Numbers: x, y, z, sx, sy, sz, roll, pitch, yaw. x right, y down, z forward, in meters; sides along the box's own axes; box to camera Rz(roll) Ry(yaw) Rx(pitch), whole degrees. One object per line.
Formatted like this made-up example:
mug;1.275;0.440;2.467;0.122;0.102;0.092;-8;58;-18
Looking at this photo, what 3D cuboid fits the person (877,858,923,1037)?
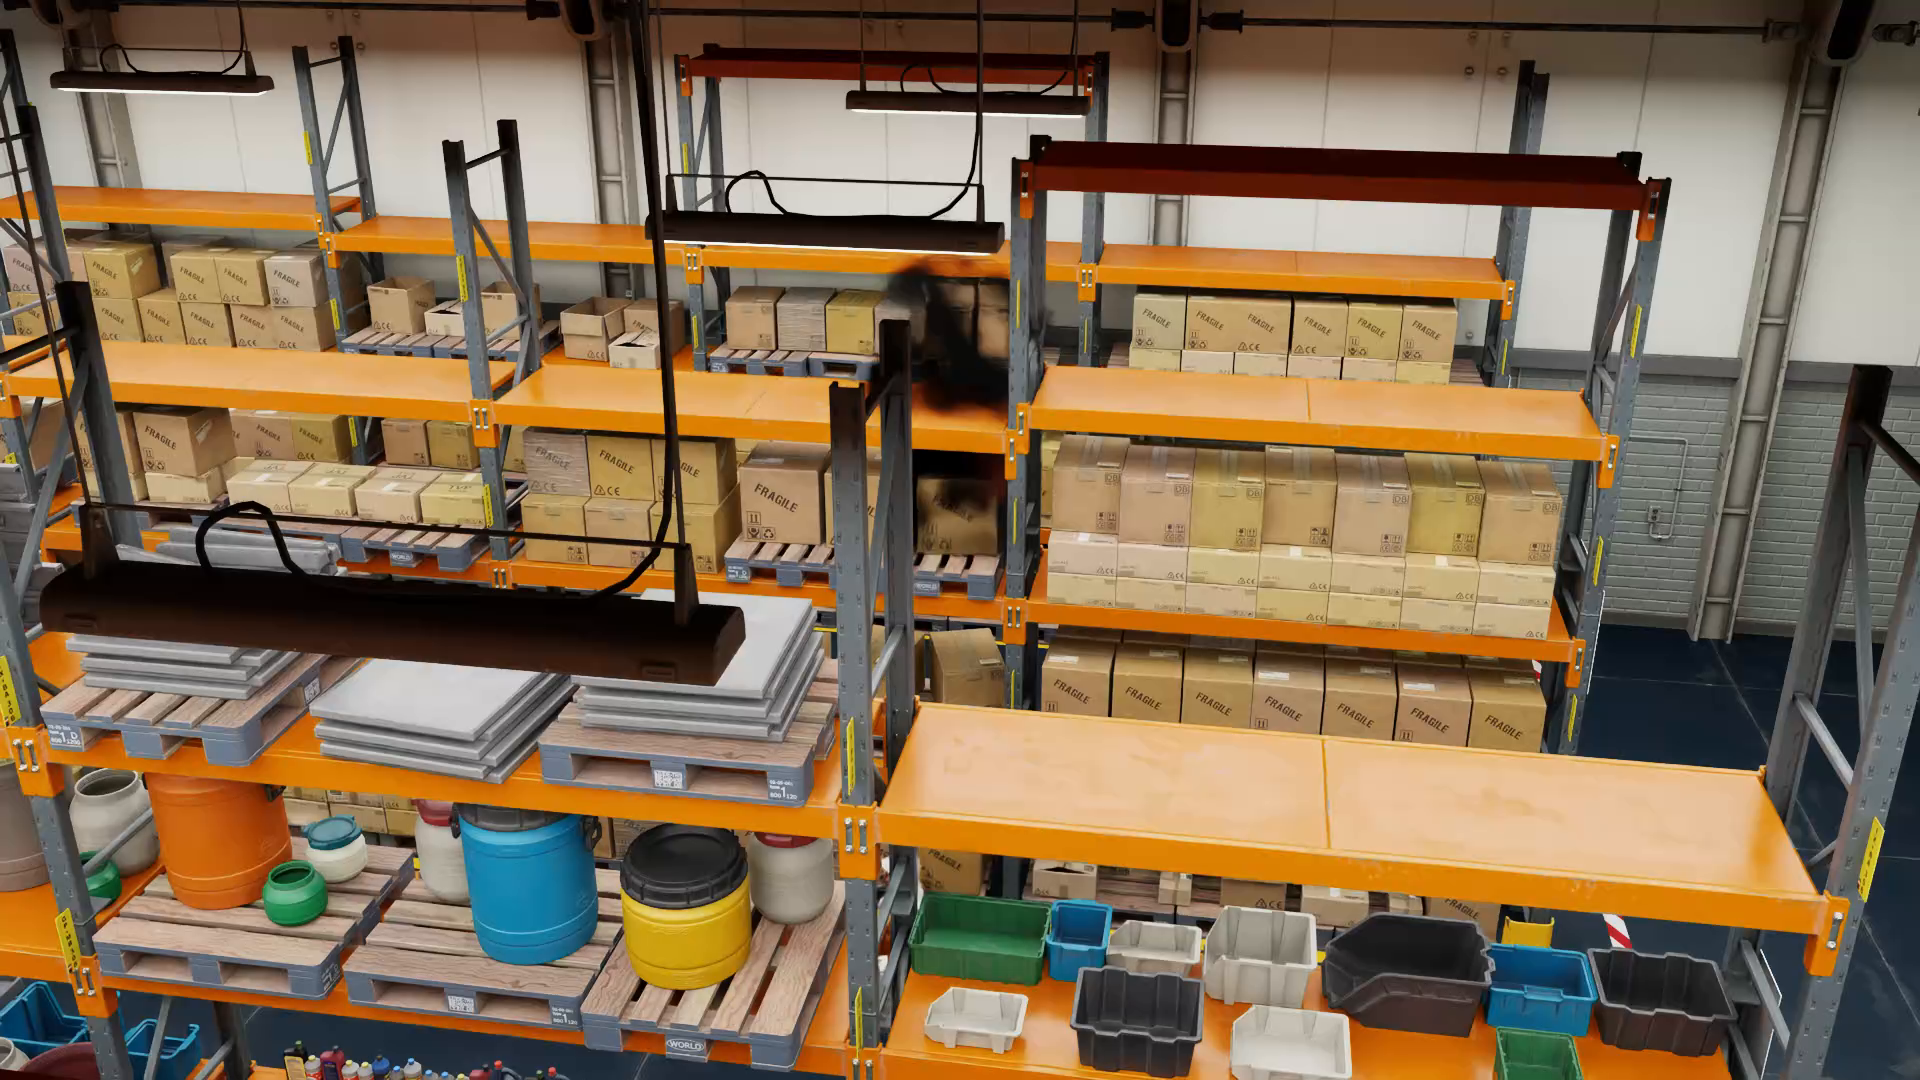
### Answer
person;-0.406;2.879;11.365;0.621;1.733;0.679;0;23;-1
